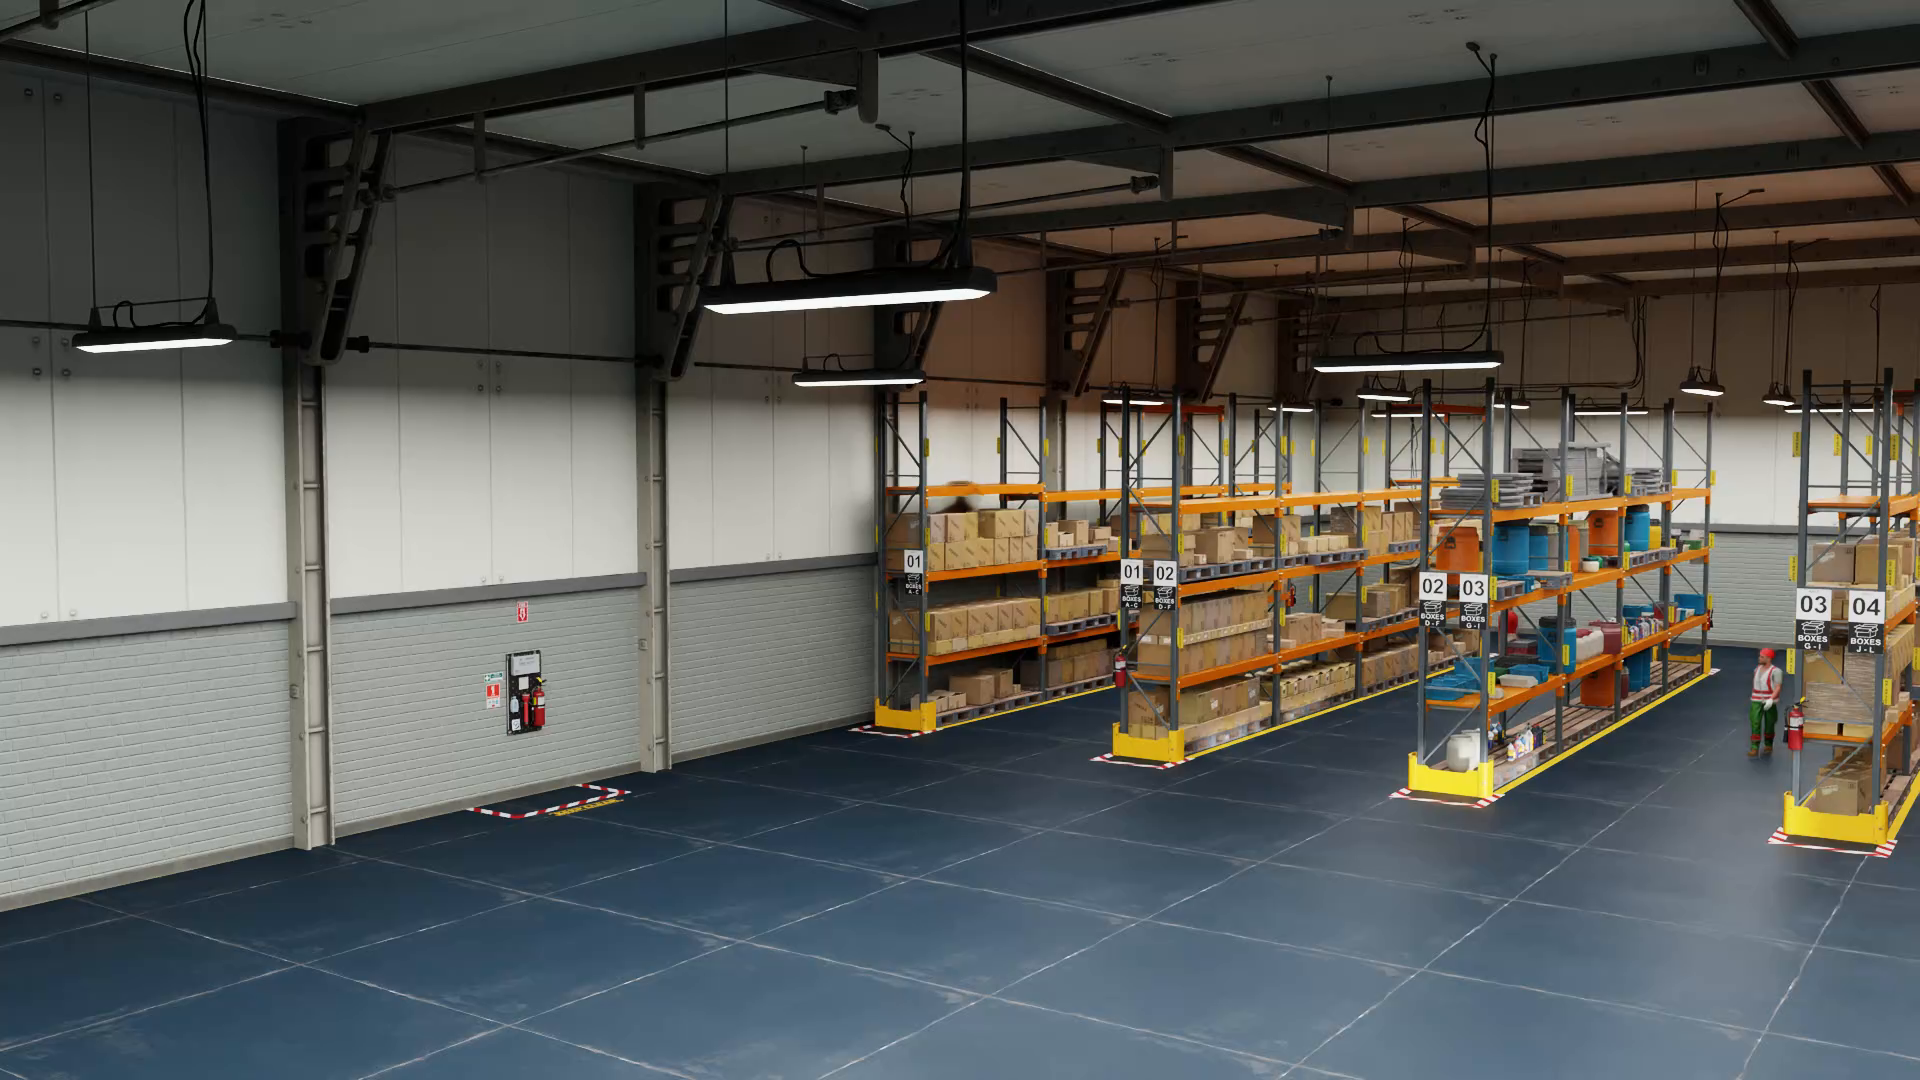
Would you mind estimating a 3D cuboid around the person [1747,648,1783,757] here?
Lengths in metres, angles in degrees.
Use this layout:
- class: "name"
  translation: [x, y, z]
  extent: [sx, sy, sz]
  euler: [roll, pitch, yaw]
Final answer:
- class: "person"
  translation: [13.003, 2.615, 26.839]
  extent: [0.478, 1.730, 1.054]
  euler: [2, 4, 31]

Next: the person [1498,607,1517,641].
- class: "person"
  translation: [11.589, 2.181, 35.207]
  extent: [0.391, 1.742, 0.624]
  euler: [2, 4, 38]
